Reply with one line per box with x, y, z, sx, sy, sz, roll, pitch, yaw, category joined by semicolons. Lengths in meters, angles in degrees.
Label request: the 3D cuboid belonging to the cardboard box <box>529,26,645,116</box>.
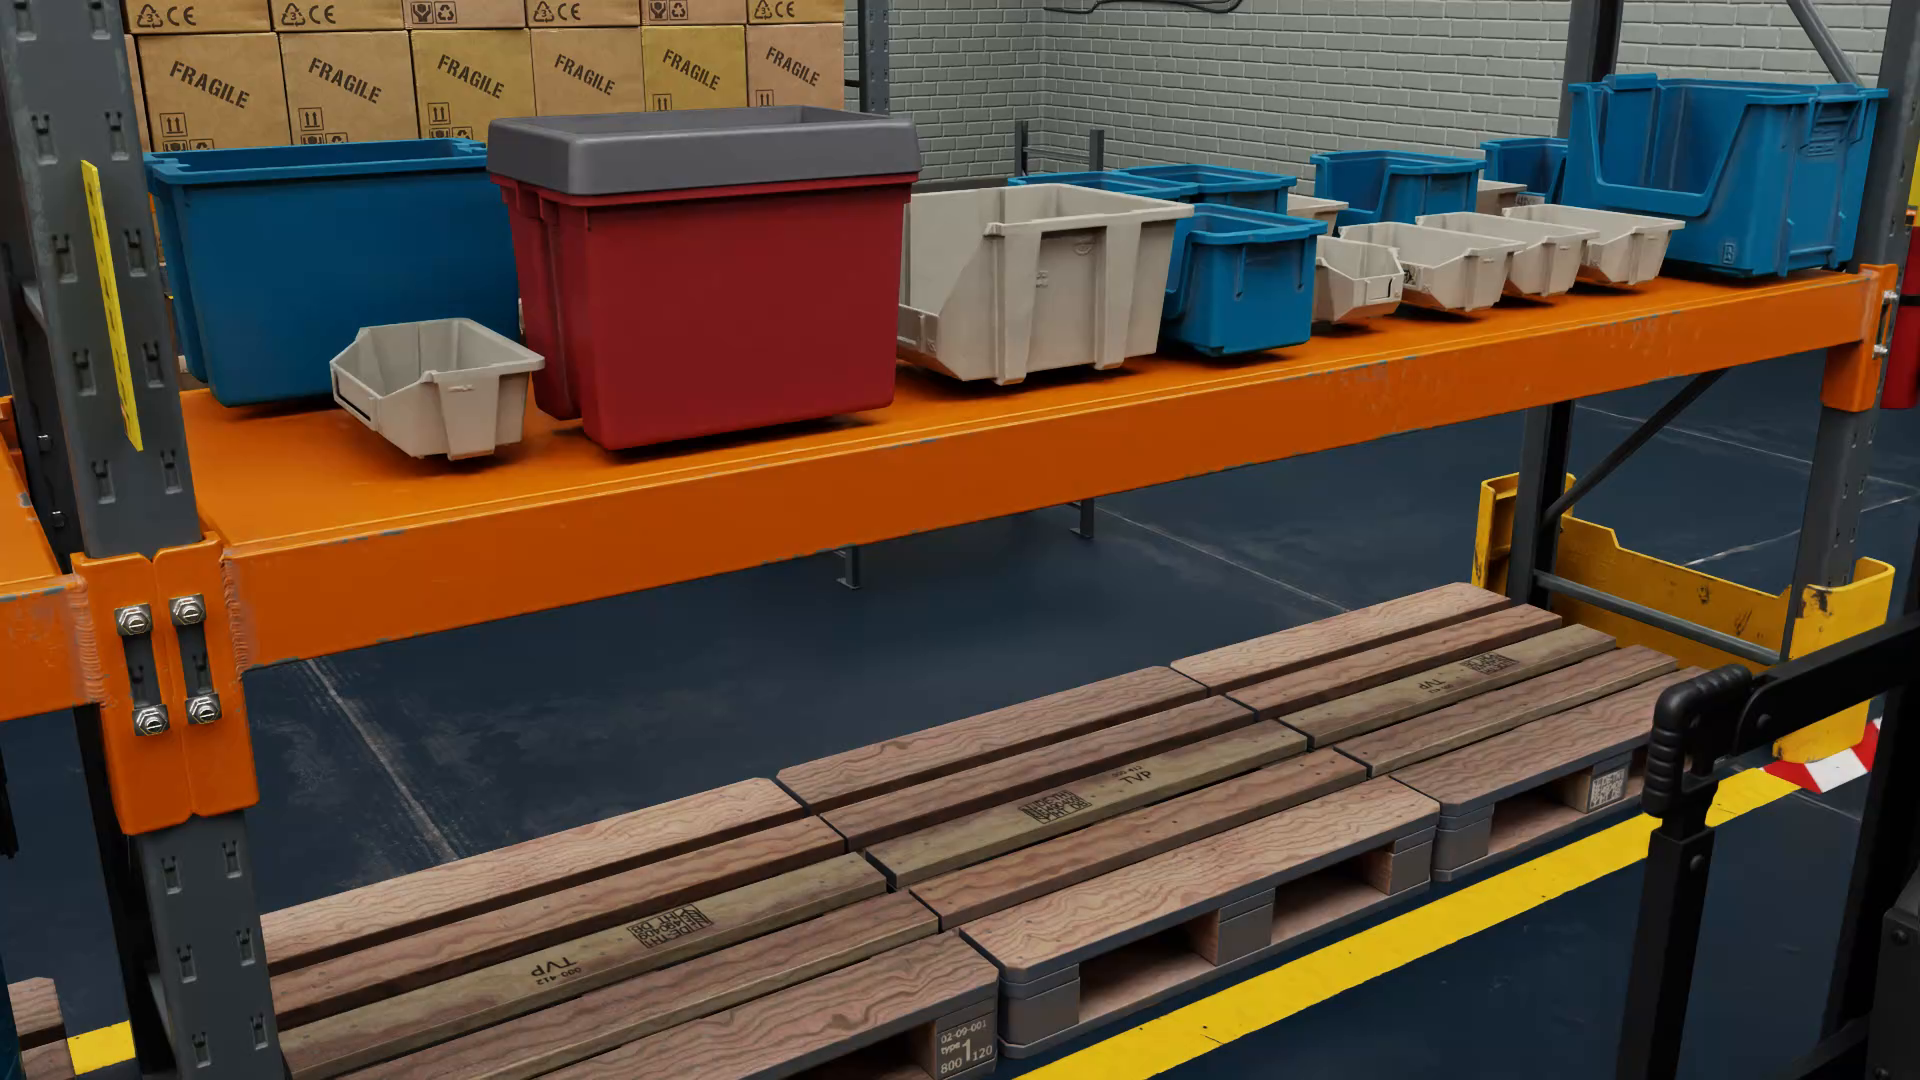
-1.739;-2.033;7.419;0.500;0.500;0.500;-12;22;-31;cardboard box

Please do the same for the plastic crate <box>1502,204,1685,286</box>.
1.476;-0.702;3.955;0.243;0.136;0.396;-12;22;-31;plastic crate

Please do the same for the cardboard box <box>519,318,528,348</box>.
-1.792;-0.901;7.832;0.500;0.250;0.500;-12;22;-31;cardboard box

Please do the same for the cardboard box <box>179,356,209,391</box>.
-3.404;-0.728;7.478;0.250;0.149;0.380;-12;22;-31;cardboard box

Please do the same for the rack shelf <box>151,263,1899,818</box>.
0.387;-0.297;3.564;4.000;0.370;1.077;-12;22;-31;rack shelf

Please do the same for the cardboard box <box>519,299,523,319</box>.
-2.109;-1.026;8.202;0.500;0.250;0.500;-12;22;-31;cardboard box

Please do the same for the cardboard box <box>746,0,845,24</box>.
-0.884;-2.685;7.786;0.500;0.500;0.500;-12;22;-32;cardboard box

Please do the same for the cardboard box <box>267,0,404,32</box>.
-2.596;-2.322;6.711;0.500;0.500;0.500;-13;22;-33;cardboard box

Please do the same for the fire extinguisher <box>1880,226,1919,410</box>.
2.433;-0.682;4.282;0.183;0.674;0.296;-12;22;-31;fire extinguisher

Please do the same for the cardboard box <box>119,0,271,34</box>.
-3.025;-2.231;6.444;0.500;0.500;0.500;-13;22;-33;cardboard box

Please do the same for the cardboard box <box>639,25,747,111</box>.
-1.319;-2.119;7.674;0.500;0.500;0.500;-12;22;-31;cardboard box

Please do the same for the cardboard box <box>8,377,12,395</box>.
-3.535;-0.562;6.736;0.500;0.311;0.500;-12;22;-31;cardboard box

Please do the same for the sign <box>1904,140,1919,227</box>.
2.374;-0.923;4.038;0.005;0.325;0.100;-12;22;-31;sign

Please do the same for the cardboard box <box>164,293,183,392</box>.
-3.685;-0.812;7.179;0.500;0.500;0.500;-12;22;-31;cardboard box

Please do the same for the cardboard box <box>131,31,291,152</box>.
-3.003;-1.767;6.631;0.500;0.500;0.500;-11;22;-30;cardboard box

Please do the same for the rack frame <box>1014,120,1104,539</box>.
0.353;-0.785;6.225;0.032;1.500;0.500;-12;22;-31;rack frame

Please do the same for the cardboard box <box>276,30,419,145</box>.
-2.584;-1.854;6.890;0.500;0.500;0.500;-12;22;-32;cardboard box

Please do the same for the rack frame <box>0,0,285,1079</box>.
-1.283;-0.286;2.407;0.127;3.000;1.000;-12;22;-31;rack frame

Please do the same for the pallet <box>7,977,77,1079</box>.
-1.951;1.160;2.484;1.213;0.211;1.003;-12;22;-31;pallet

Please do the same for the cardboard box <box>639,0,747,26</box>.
-1.306;-2.596;7.522;0.500;0.500;0.500;-11;22;-30;cardboard box

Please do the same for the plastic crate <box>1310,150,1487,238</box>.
1.120;-0.868;4.297;0.300;0.233;0.416;-12;22;-31;plastic crate

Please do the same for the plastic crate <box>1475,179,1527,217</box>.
1.357;-0.904;4.554;0.298;0.136;0.250;-12;22;-31;plastic crate

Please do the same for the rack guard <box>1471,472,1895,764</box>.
2.070;0.186;4.914;0.348;0.500;1.175;-12;22;-31;rack guard

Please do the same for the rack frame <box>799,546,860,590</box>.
-0.496;-0.606;5.695;0.032;1.500;0.500;-12;22;-31;rack frame

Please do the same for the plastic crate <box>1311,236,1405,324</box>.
0.770;-0.542;3.483;0.250;0.136;0.298;-12;22;-31;plastic crate

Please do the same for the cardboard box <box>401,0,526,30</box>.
-2.165;-2.413;6.981;0.500;0.500;0.500;-11;22;-30;cardboard box

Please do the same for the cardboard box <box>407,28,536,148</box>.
-2.160;-1.944;7.156;0.500;0.500;0.500;-12;22;-32;cardboard box

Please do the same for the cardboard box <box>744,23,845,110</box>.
-0.888;-2.212;7.947;0.500;0.500;0.500;-11;22;-30;cardboard box

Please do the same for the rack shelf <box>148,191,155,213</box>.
-2.334;-1.623;7.485;4.000;0.370;1.077;-12;22;-31;rack shelf

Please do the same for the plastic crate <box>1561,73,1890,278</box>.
1.881;-0.927;4.153;0.499;0.435;0.616;-12;22;-31;plastic crate

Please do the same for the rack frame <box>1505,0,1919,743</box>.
2.057;-0.990;4.491;0.127;3.000;1.000;-12;22;-31;rack frame

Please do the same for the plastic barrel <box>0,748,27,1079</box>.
-1.747;0.600;2.406;0.708;0.901;0.600;-12;22;-31;plastic barrel

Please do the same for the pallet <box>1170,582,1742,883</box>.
1.347;0.465;4.539;1.213;0.211;1.003;-12;22;-31;pallet

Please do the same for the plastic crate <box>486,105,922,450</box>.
-0.400;-0.435;2.654;0.583;0.464;0.402;-12;22;-31;plastic crate

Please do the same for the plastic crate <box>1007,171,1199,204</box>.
0.320;-0.699;3.798;0.300;0.233;0.416;-12;22;-31;plastic crate

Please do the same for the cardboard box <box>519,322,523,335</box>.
-2.438;-0.970;7.640;0.637;0.503;0.797;-12;22;-31;cardboard box

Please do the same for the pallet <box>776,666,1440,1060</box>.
0.329;0.679;3.907;1.213;0.211;1.003;-12;22;-31;pallet

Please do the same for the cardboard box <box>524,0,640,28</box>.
-1.736;-2.503;7.249;0.500;0.500;0.500;-11;22;-30;cardboard box

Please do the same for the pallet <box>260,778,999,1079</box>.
-0.690;0.895;3.267;1.213;0.211;1.003;-12;22;-31;pallet

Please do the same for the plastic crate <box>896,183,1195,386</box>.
0.093;-0.478;3.066;0.530;0.282;0.437;-12;22;-31;plastic crate

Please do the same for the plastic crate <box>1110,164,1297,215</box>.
0.571;-0.752;3.954;0.300;0.233;0.416;-12;22;-31;plastic crate

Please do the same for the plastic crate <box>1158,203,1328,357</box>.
0.483;-0.509;3.235;0.300;0.233;0.416;-12;22;-31;plastic crate

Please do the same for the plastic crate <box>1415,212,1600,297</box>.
1.226;-0.655;3.816;0.243;0.136;0.396;-12;22;-31;plastic crate

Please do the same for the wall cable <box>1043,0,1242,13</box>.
1.529;-5.912;14.530;0.112;2.526;3.097;-12;22;-31;wall cable

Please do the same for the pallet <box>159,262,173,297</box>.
-5.034;-1.944;11.666;1.213;0.211;1.003;-12;22;-31;pallet

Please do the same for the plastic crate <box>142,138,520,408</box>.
-1.081;-0.480;2.913;0.575;0.384;0.392;-12;22;-31;plastic crate

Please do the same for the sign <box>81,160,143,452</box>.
-0.982;-0.270;1.926;0.005;0.325;0.100;-12;22;-31;sign

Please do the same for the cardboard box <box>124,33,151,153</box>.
-3.429;-1.676;6.362;0.500;0.500;0.500;-11;22;-30;cardboard box

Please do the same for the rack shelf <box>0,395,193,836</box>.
-2.954;0.407;1.480;4.000;0.370;1.077;-12;22;-31;rack shelf

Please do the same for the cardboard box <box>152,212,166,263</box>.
-5.630;-2.143;11.146;0.500;0.500;0.700;-12;22;-32;cardboard box

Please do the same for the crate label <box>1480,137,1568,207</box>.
1.670;-0.984;4.640;0.303;0.233;0.416;-12;22;-31;crate label

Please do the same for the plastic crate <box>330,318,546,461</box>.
-0.816;-0.233;2.569;0.243;0.136;0.396;-12;22;-31;plastic crate

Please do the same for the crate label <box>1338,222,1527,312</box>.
1.007;-0.599;3.651;0.243;0.136;0.396;-12;22;-31;crate label

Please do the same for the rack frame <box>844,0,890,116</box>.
-0.664;-2.316;8.412;0.127;3.000;1.000;-12;22;-31;rack frame

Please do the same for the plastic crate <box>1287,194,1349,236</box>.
0.790;-0.785;4.200;0.298;0.136;0.250;-12;22;-31;plastic crate

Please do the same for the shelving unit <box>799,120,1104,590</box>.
-0.071;-0.695;5.960;1.048;1.500;0.538;-12;22;-31;shelving unit
